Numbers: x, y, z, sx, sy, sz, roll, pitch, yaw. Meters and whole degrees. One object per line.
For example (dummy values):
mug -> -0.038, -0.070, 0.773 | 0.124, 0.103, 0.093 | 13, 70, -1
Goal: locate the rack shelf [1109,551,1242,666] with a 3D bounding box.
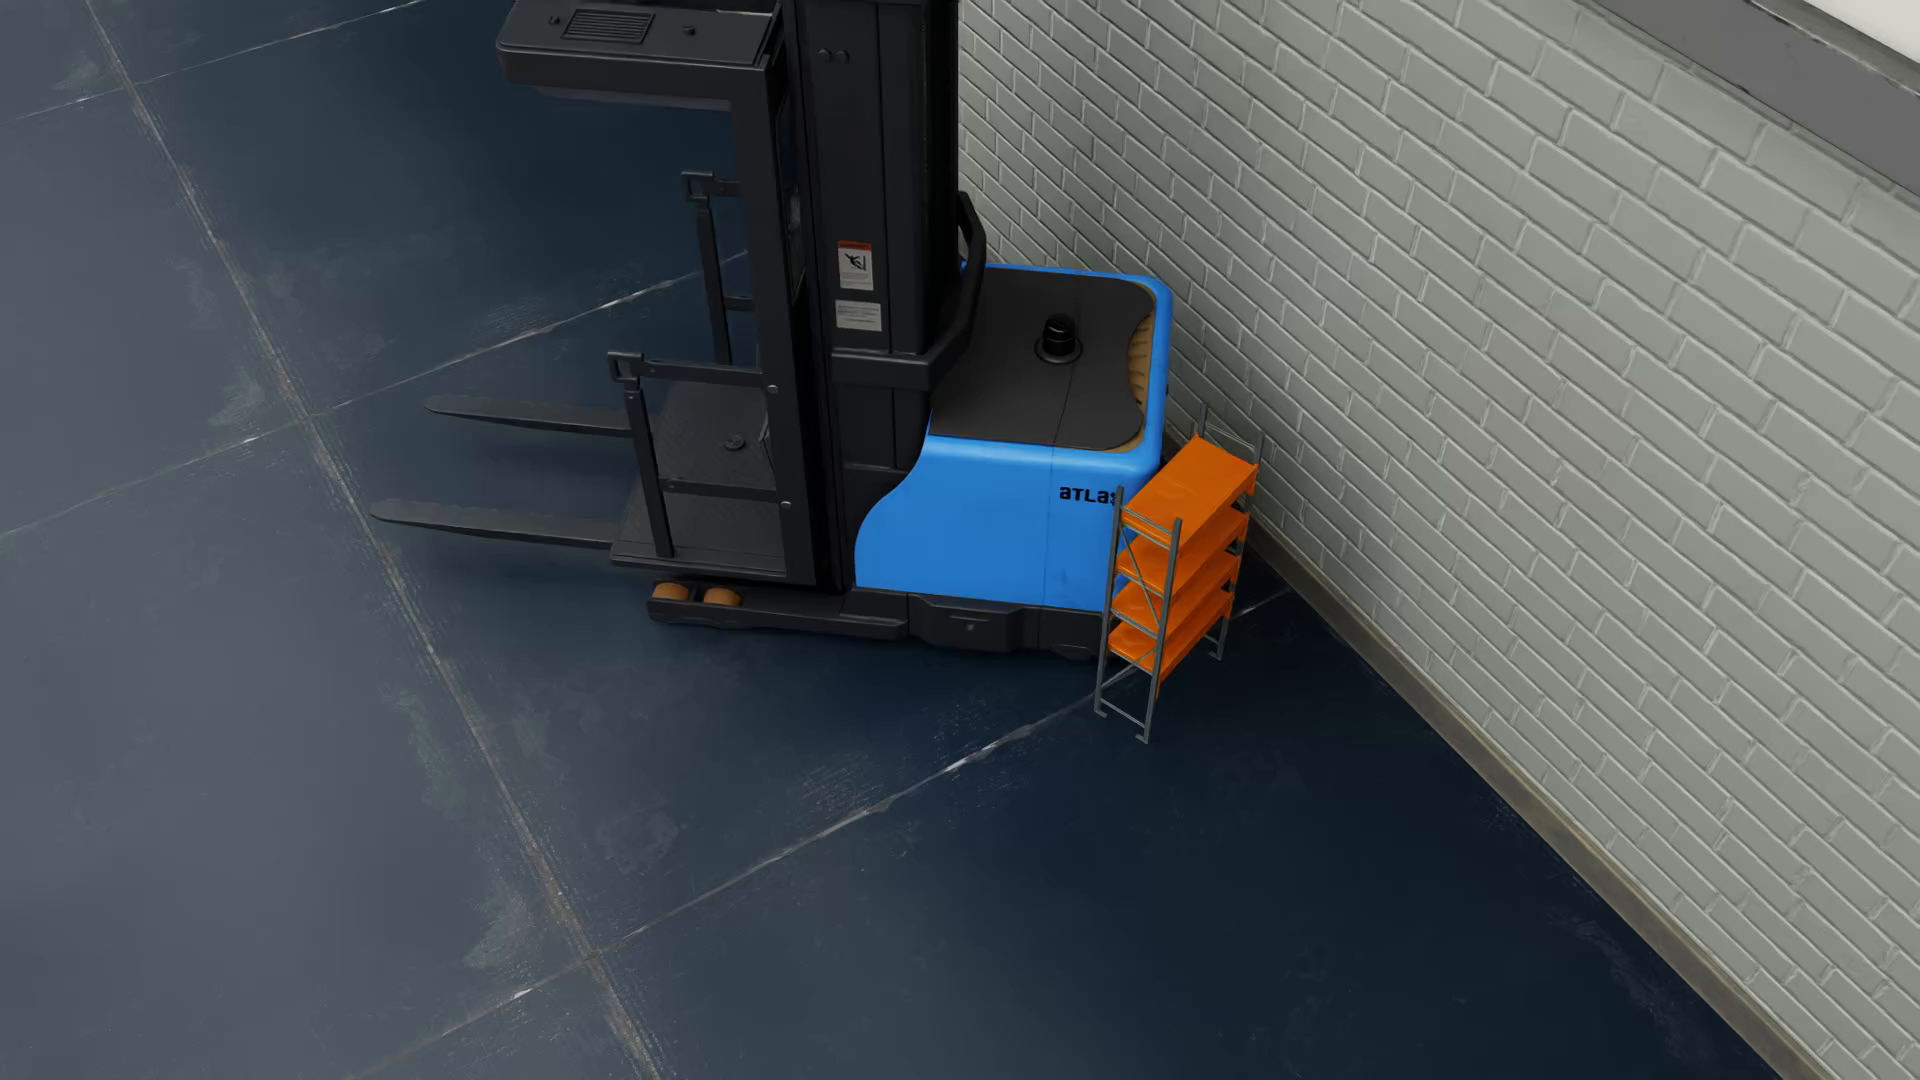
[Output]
rack shelf -> 0.743, 0.186, 5.817 | 0.258, 0.148, 0.480 | 31, 55, 25

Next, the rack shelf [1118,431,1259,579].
rack shelf -> 0.743, -0.120, 5.473 | 0.258, 0.148, 0.480 | 31, 55, 25

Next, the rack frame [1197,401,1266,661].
rack frame -> 0.895, -0.001, 5.893 | 0.240, 1.200, 0.015 | 31, 55, 25

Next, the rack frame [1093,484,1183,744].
rack frame -> 0.591, 0.283, 5.640 | 0.240, 1.200, 0.015 | 31, 55, 25

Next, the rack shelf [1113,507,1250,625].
rack shelf -> 0.743, 0.037, 5.650 | 0.258, 0.148, 0.480 | 31, 55, 25

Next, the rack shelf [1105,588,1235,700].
rack shelf -> 0.743, 0.318, 5.965 | 0.258, 0.148, 0.480 | 31, 55, 25

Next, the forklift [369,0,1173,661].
forklift -> -0.762, -1.021, 5.642 | 3.031, 2.935, 1.130 | 6, 49, 5

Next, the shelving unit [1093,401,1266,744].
shelving unit -> 0.743, 0.141, 5.766 | 0.258, 1.200, 0.503 | 31, 55, 25
